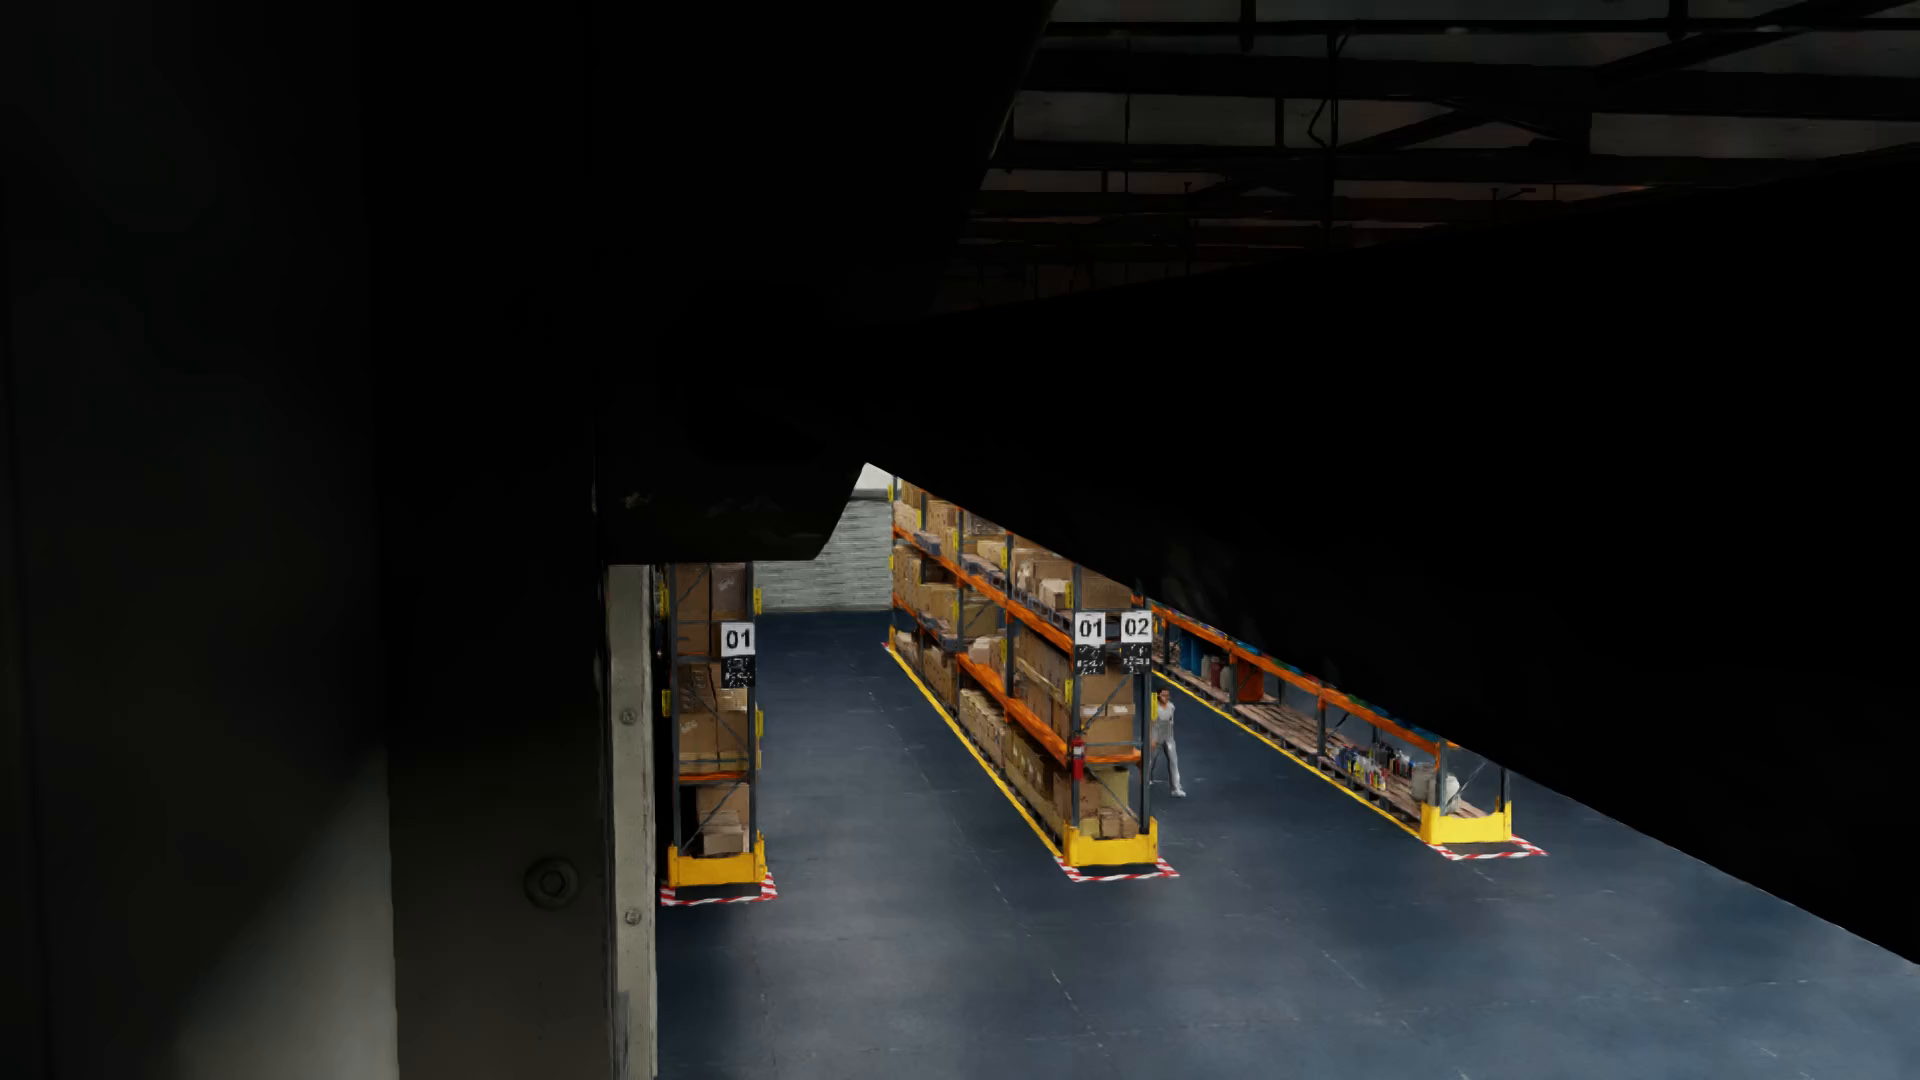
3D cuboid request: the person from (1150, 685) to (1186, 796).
[{"bbox_3d":[2.945,2.893,24.306,0.449,1.586,1.099,-1,6,-12],"label":"person"}]
